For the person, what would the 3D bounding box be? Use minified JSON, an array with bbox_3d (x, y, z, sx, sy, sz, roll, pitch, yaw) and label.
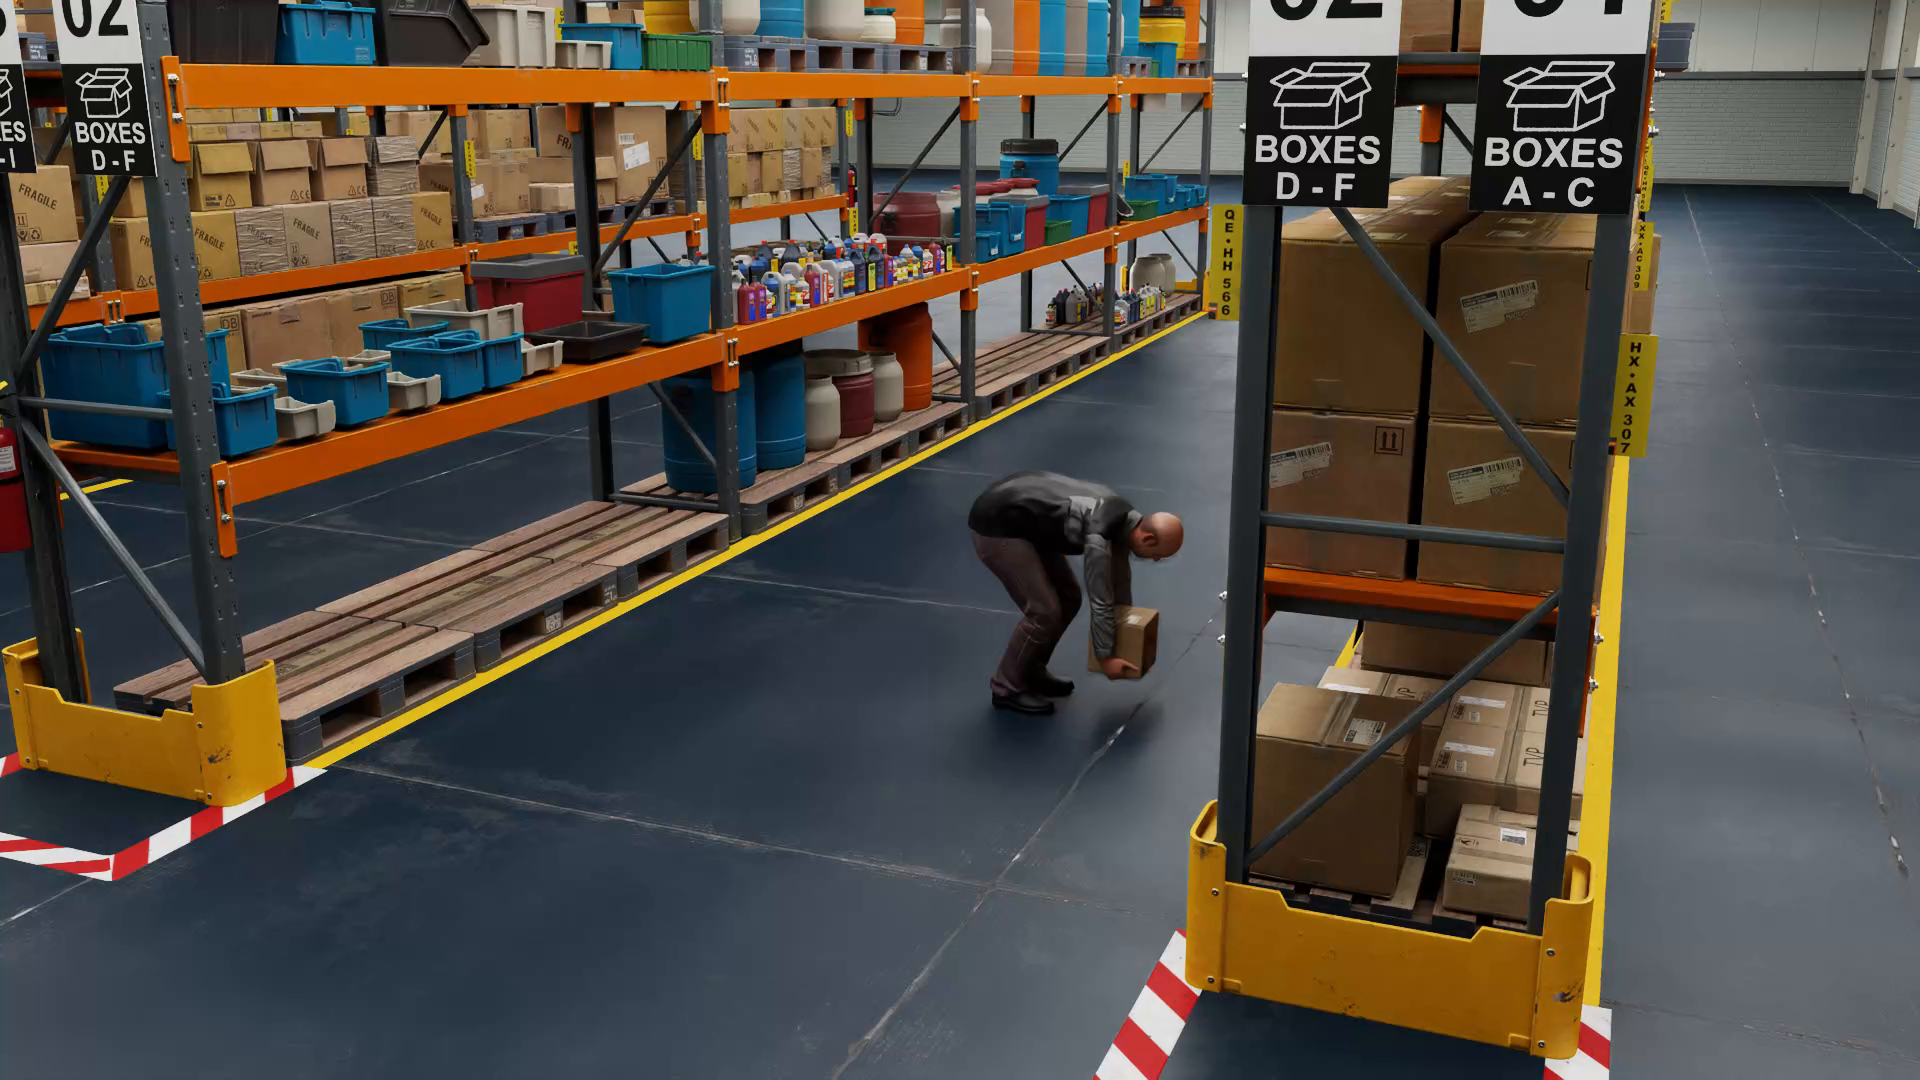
[{"bbox_3d":[0.518,0.242,7.463,0.959,1.048,0.484,5,16,18],"label":"person"}]
